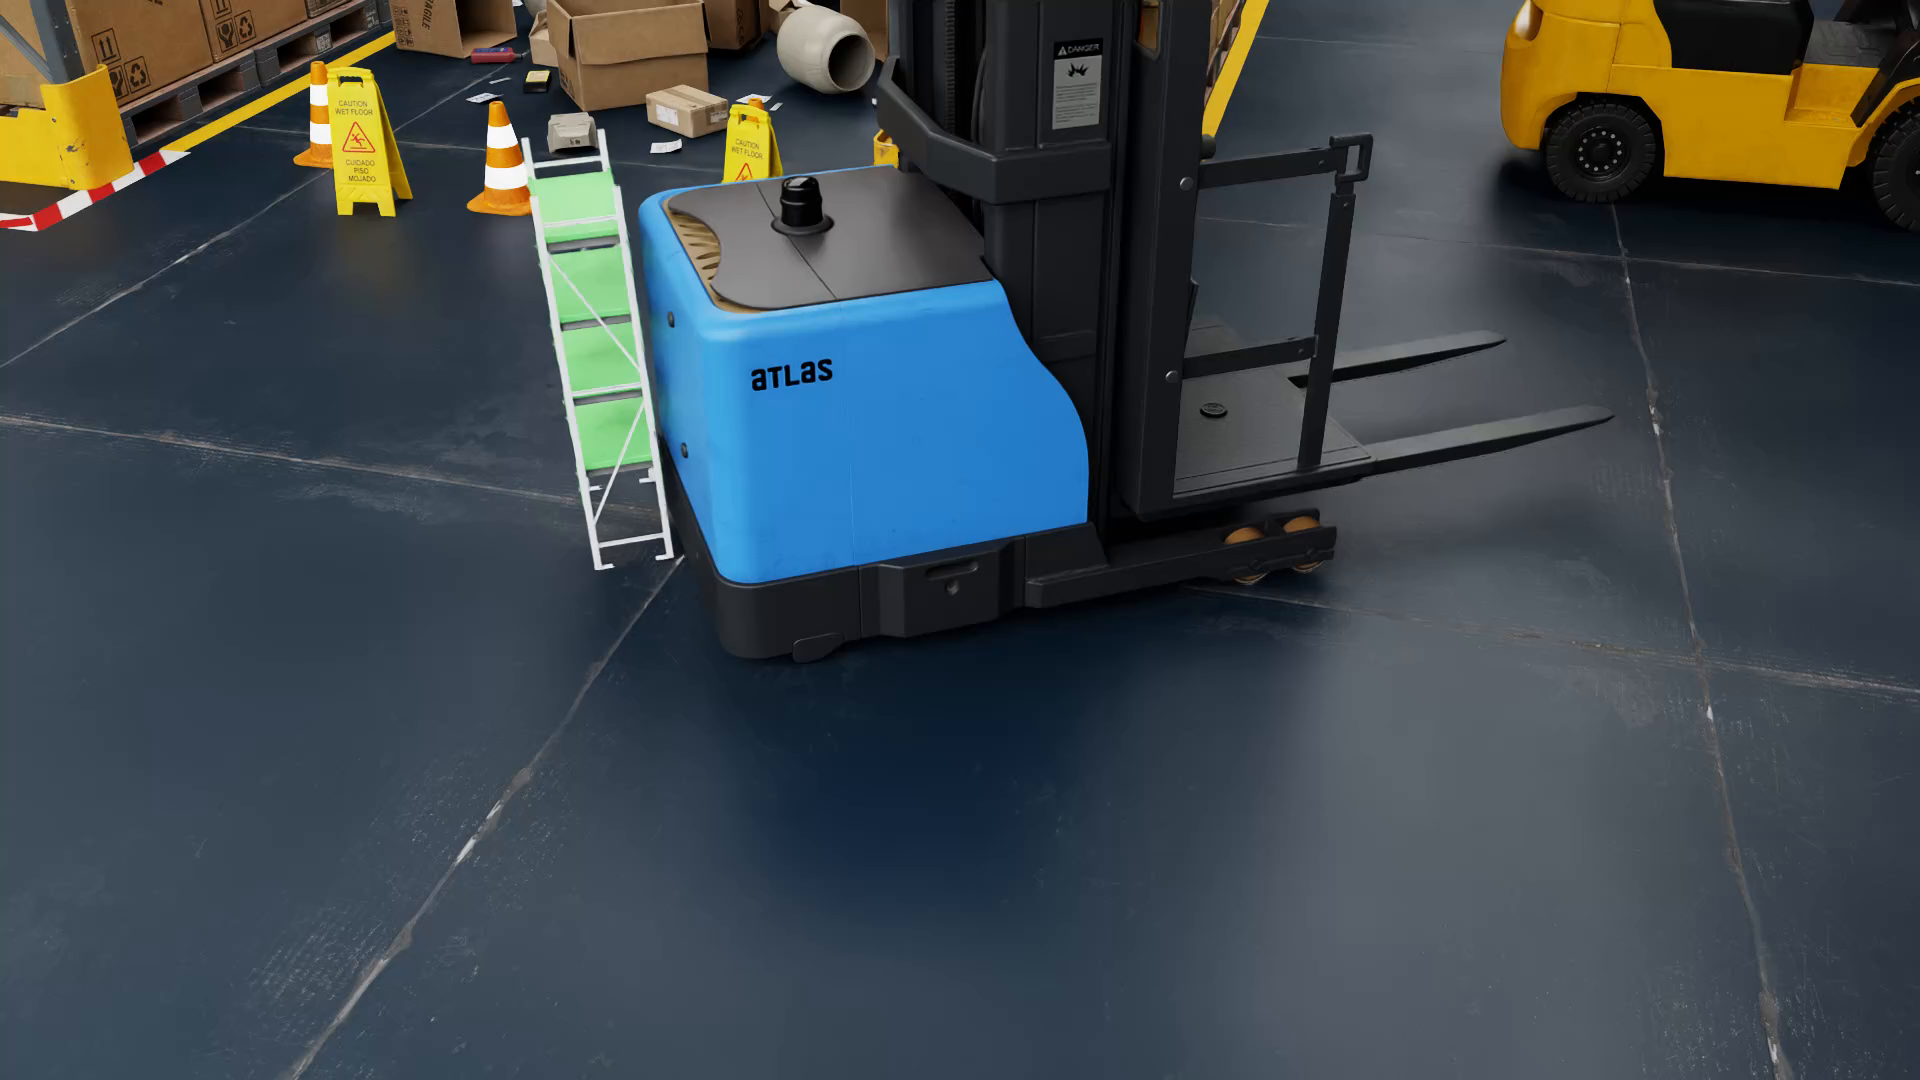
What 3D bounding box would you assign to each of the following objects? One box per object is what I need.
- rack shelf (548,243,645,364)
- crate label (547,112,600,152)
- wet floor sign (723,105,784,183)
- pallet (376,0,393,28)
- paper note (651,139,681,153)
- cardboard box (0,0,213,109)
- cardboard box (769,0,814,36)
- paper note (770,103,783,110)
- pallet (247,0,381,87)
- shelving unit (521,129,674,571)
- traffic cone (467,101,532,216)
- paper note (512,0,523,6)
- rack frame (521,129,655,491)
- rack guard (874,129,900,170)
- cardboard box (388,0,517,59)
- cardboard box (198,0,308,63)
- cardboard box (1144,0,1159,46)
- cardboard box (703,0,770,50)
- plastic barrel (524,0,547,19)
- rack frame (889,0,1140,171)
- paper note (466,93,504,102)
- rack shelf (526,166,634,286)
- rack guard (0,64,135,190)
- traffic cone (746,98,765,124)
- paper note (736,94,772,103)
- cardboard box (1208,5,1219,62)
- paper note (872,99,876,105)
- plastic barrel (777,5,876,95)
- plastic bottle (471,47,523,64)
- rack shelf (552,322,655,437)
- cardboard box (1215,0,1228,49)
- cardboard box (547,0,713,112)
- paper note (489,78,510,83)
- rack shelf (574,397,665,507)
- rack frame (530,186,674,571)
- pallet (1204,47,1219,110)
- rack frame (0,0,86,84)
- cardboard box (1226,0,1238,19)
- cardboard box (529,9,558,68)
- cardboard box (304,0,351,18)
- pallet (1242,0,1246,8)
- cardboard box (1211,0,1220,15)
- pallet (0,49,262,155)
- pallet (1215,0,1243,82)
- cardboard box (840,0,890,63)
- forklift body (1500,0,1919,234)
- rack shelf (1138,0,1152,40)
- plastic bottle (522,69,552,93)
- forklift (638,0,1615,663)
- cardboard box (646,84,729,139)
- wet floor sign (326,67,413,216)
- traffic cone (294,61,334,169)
[{"bbox_3d":[-1.089,-0.707,4.909,0.258,0.148,0.480,-10,34,-12],"label":"rack shelf"},{"bbox_3d":[-1.945,-2.048,8.344,0.250,0.136,0.298,-8,33,-13],"label":"crate label"},{"bbox_3d":[-0.869,-1.520,7.039,0.267,0.644,0.232,20,38,29],"label":"wet floor sign"},{"bbox_3d":[-3.853,-3.603,10.721,1.003,0.211,1.213,8,33,12],"label":"pallet"},{"bbox_3d":[-1.472,-1.975,8.328,0.148,0.019,0.142,-3,33,-4],"label":"paper note"},{"bbox_3d":[-4.492,-2.729,8.336,0.875,0.875,0.875,8,33,13],"label":"cardboard box"},{"bbox_3d":[-1.054,-3.258,10.127,0.258,0.266,0.396,-14,35,-21],"label":"cardboard box"},{"bbox_3d":[-0.980,-2.316,8.883,0.032,0.001,0.123,8,33,12],"label":"paper note"},{"bbox_3d":[-4.161,-2.968,9.722,1.003,0.211,1.213,8,33,12],"label":"pallet"},{"bbox_3d":[-1.084,-0.559,5.004,0.258,1.200,0.503,-10,34,-12],"label":"shelving unit"},{"bbox_3d":[-2.085,-1.769,7.602,0.336,0.463,0.334,8,33,12],"label":"traffic cone"},{"bbox_3d":[-2.879,-3.439,10.630,0.147,0.020,0.142,-14,35,-21],"label":"paper note"},{"bbox_3d":[-1.148,-0.685,5.203,0.240,1.200,0.015,-10,34,-12],"label":"rack frame"},{"bbox_3d":[0.233,-1.451,7.066,1.175,0.500,0.348,8,33,12],"label":"rack guard"},{"bbox_3d":[-2.986,-3.164,9.759,0.500,0.500,0.500,14,35,21],"label":"cardboard box"},{"bbox_3d":[-4.270,-3.186,9.055,0.875,0.875,0.875,8,33,12],"label":"cardboard box"},{"bbox_3d":[0.692,-2.193,7.376,0.500,0.500,0.500,7,33,11],"label":"cardboard box"},{"bbox_3d":[-1.560,-3.213,9.708,0.797,0.637,0.503,8,33,12],"label":"cardboard box"},{"bbox_3d":[-2.389,-3.279,10.013,0.421,0.421,0.512,-21,38,-29],"label":"plastic barrel"},{"bbox_3d":[0.214,-2.466,6.334,1.000,3.000,0.127,8,33,12],"label":"rack frame"},{"bbox_3d":[-2.570,-2.395,8.991,0.144,0.017,0.142,20,38,29],"label":"paper note"},{"bbox_3d":[-1.096,-0.909,4.778,0.258,0.148,0.480,-10,34,-12],"label":"rack shelf"},{"bbox_3d":[-4.606,-2.021,7.962,1.175,0.500,0.348,8,33,12],"label":"rack guard"},{"bbox_3d":[-0.925,-1.795,7.642,0.336,0.463,0.334,8,33,12],"label":"traffic cone"},{"bbox_3d":[-1.111,-2.390,8.992,0.148,0.019,0.142,20,38,29],"label":"paper note"},{"bbox_3d":[1.080,-2.675,8.833,0.500,0.250,0.500,9,33,13],"label":"cardboard box"},{"bbox_3d":[-0.399,-2.359,8.933,0.142,0.019,0.148,-3,33,-4],"label":"paper note"},{"bbox_3d":[-0.726,-2.657,9.035,0.421,0.421,0.512,-21,38,-29],"label":"plastic barrel"},{"bbox_3d":[-2.665,-2.795,9.590,0.283,0.061,0.133,-3,33,-4],"label":"plastic bottle"},{"bbox_3d":[-1.083,-0.506,5.039,0.258,0.148,0.480,-10,34,-12],"label":"rack shelf"},{"bbox_3d":[1.213,-2.938,9.247,0.500,0.250,0.500,7,33,11],"label":"cardboard box"},{"bbox_3d":[-1.789,-2.669,8.979,0.797,0.503,0.637,-14,35,-21],"label":"cardboard box"},{"bbox_3d":[-2.566,-2.561,9.269,0.032,0.001,0.123,28,42,36],"label":"paper note"},{"bbox_3d":[-1.076,-0.304,5.169,0.258,0.148,0.480,-10,34,-12],"label":"rack shelf"},{"bbox_3d":[-1.020,-0.433,4.805,0.240,1.200,0.015,-10,34,-12],"label":"rack frame"},{"bbox_3d":[0.785,-2.377,8.792,1.003,0.211,1.213,8,33,12],"label":"pallet"},{"bbox_3d":[-4.600,-3.088,7.311,1.000,3.000,0.127,8,33,12],"label":"rack frame"},{"bbox_3d":[1.339,-3.216,9.684,0.500,0.250,0.500,10,34,15],"label":"cardboard box"},{"bbox_3d":[-2.239,-2.867,9.512,0.396,0.266,0.258,14,35,21],"label":"cardboard box"},{"bbox_3d":[-4.037,-3.659,9.799,0.875,0.875,0.875,8,33,13],"label":"cardboard box"},{"bbox_3d":[1.425,-3.770,10.983,1.003,0.211,1.213,8,33,12],"label":"pallet"},{"bbox_3d":[1.083,-3.003,8.650,0.500,0.500,0.500,10,34,15],"label":"cardboard box"},{"bbox_3d":[-4.472,-2.337,8.729,1.003,0.211,1.213,8,33,12],"label":"pallet"},{"bbox_3d":[1.093,-3.012,9.791,1.003,0.211,1.213,8,33,12],"label":"pallet"},{"bbox_3d":[-0.359,-3.117,9.685,0.500,0.500,0.500,-21,38,-29],"label":"cardboard box"},{"bbox_3d":[3.733,-2.667,7.440,2.313,2.155,1.214,8,33,12],"label":"forklift body"},{"bbox_3d":[0.721,-3.201,8.159,1.077,0.370,4.000,8,33,12],"label":"rack shelf"},{"bbox_3d":[-2.334,-2.546,9.198,0.133,0.061,0.283,-3,33,-4],"label":"plastic bottle"},{"bbox_3d":[0.623,-1.363,4.662,3.031,2.935,1.130,-11,34,-16],"label":"forklift"},{"bbox_3d":[-1.408,-2.218,8.600,0.380,0.149,0.250,28,42,36],"label":"cardboard box"},{"bbox_3d":[-2.692,-1.810,7.495,0.267,0.644,0.232,3,33,4],"label":"wet floor sign"},{"bbox_3d":[-3.091,-2.100,8.121,0.336,0.463,0.334,8,33,12],"label":"traffic cone"}]
